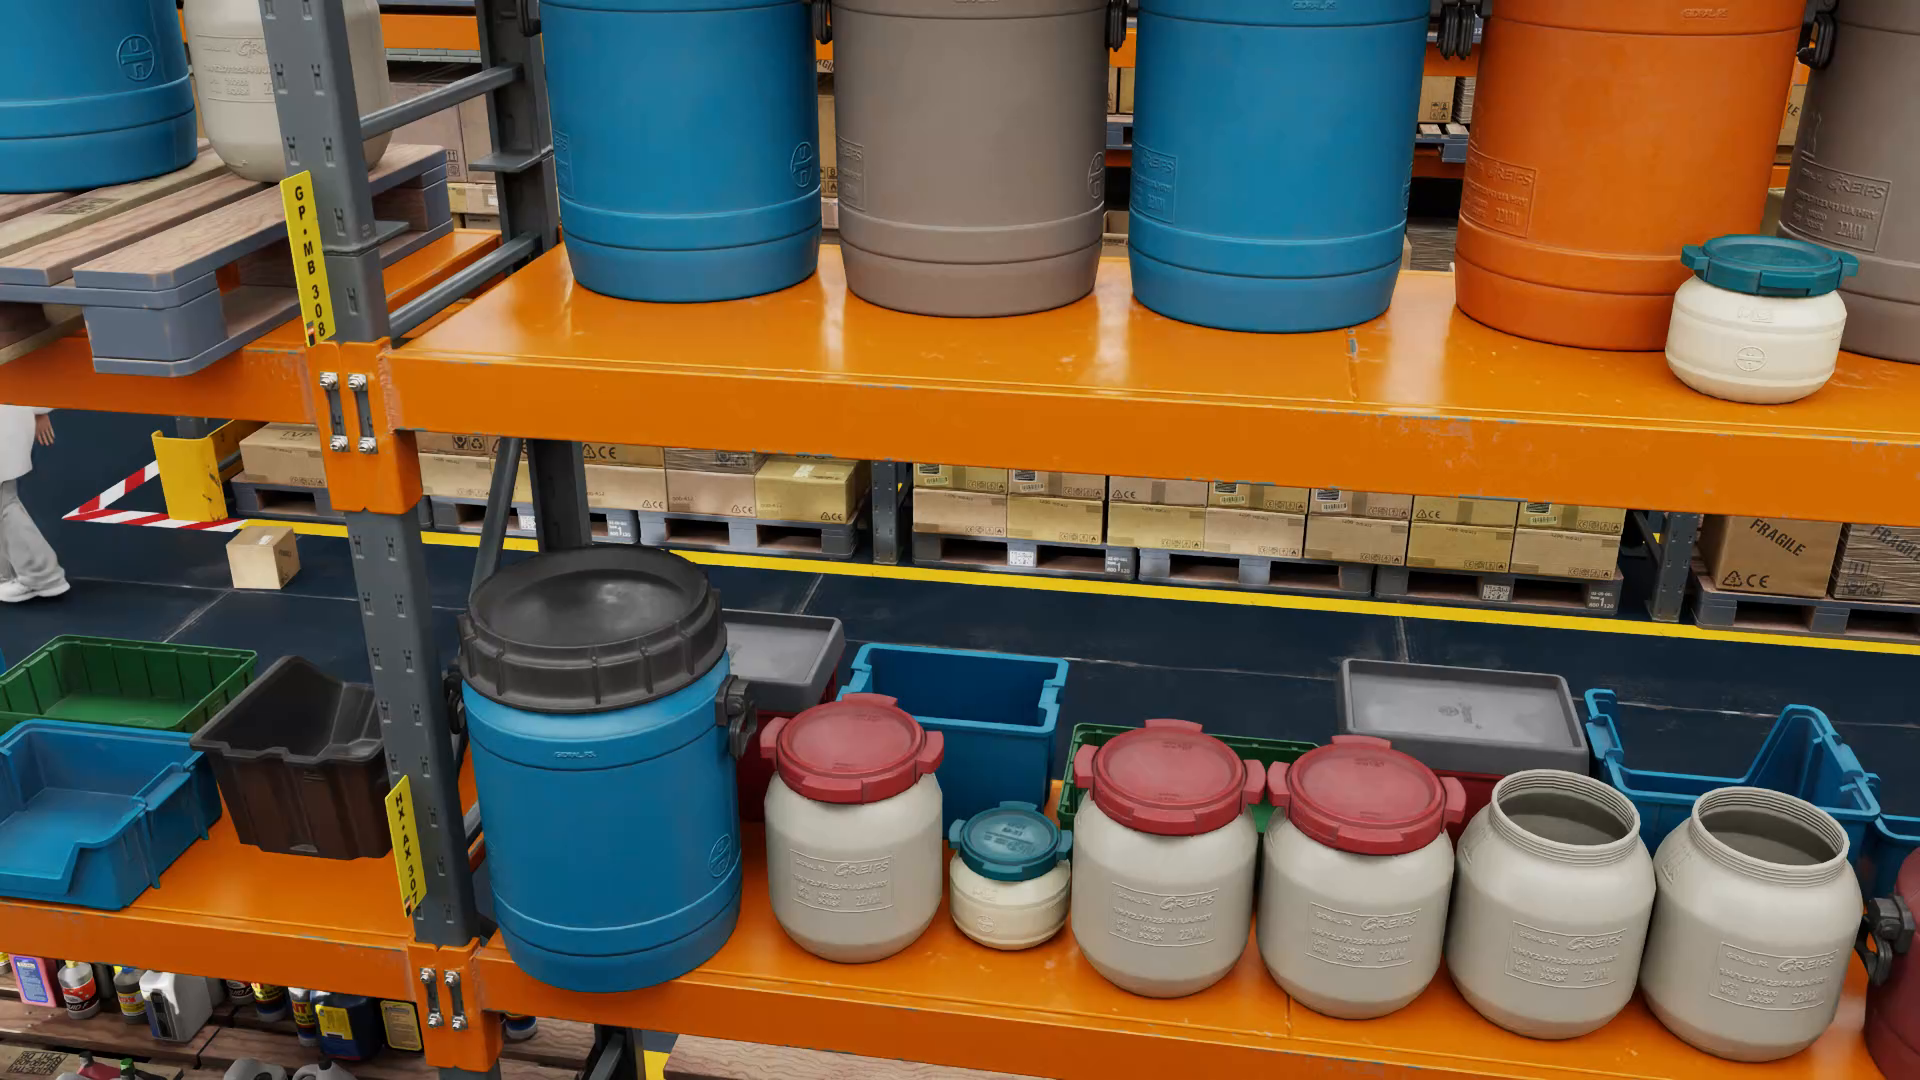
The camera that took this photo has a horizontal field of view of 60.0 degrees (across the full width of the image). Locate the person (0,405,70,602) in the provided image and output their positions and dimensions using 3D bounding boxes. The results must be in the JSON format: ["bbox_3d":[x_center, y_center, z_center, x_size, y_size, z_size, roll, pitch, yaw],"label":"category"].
[{"bbox_3d":[-4.903,-0.546,8.307,0.648,1.807,0.597,1,25,3],"label":"person"}]
